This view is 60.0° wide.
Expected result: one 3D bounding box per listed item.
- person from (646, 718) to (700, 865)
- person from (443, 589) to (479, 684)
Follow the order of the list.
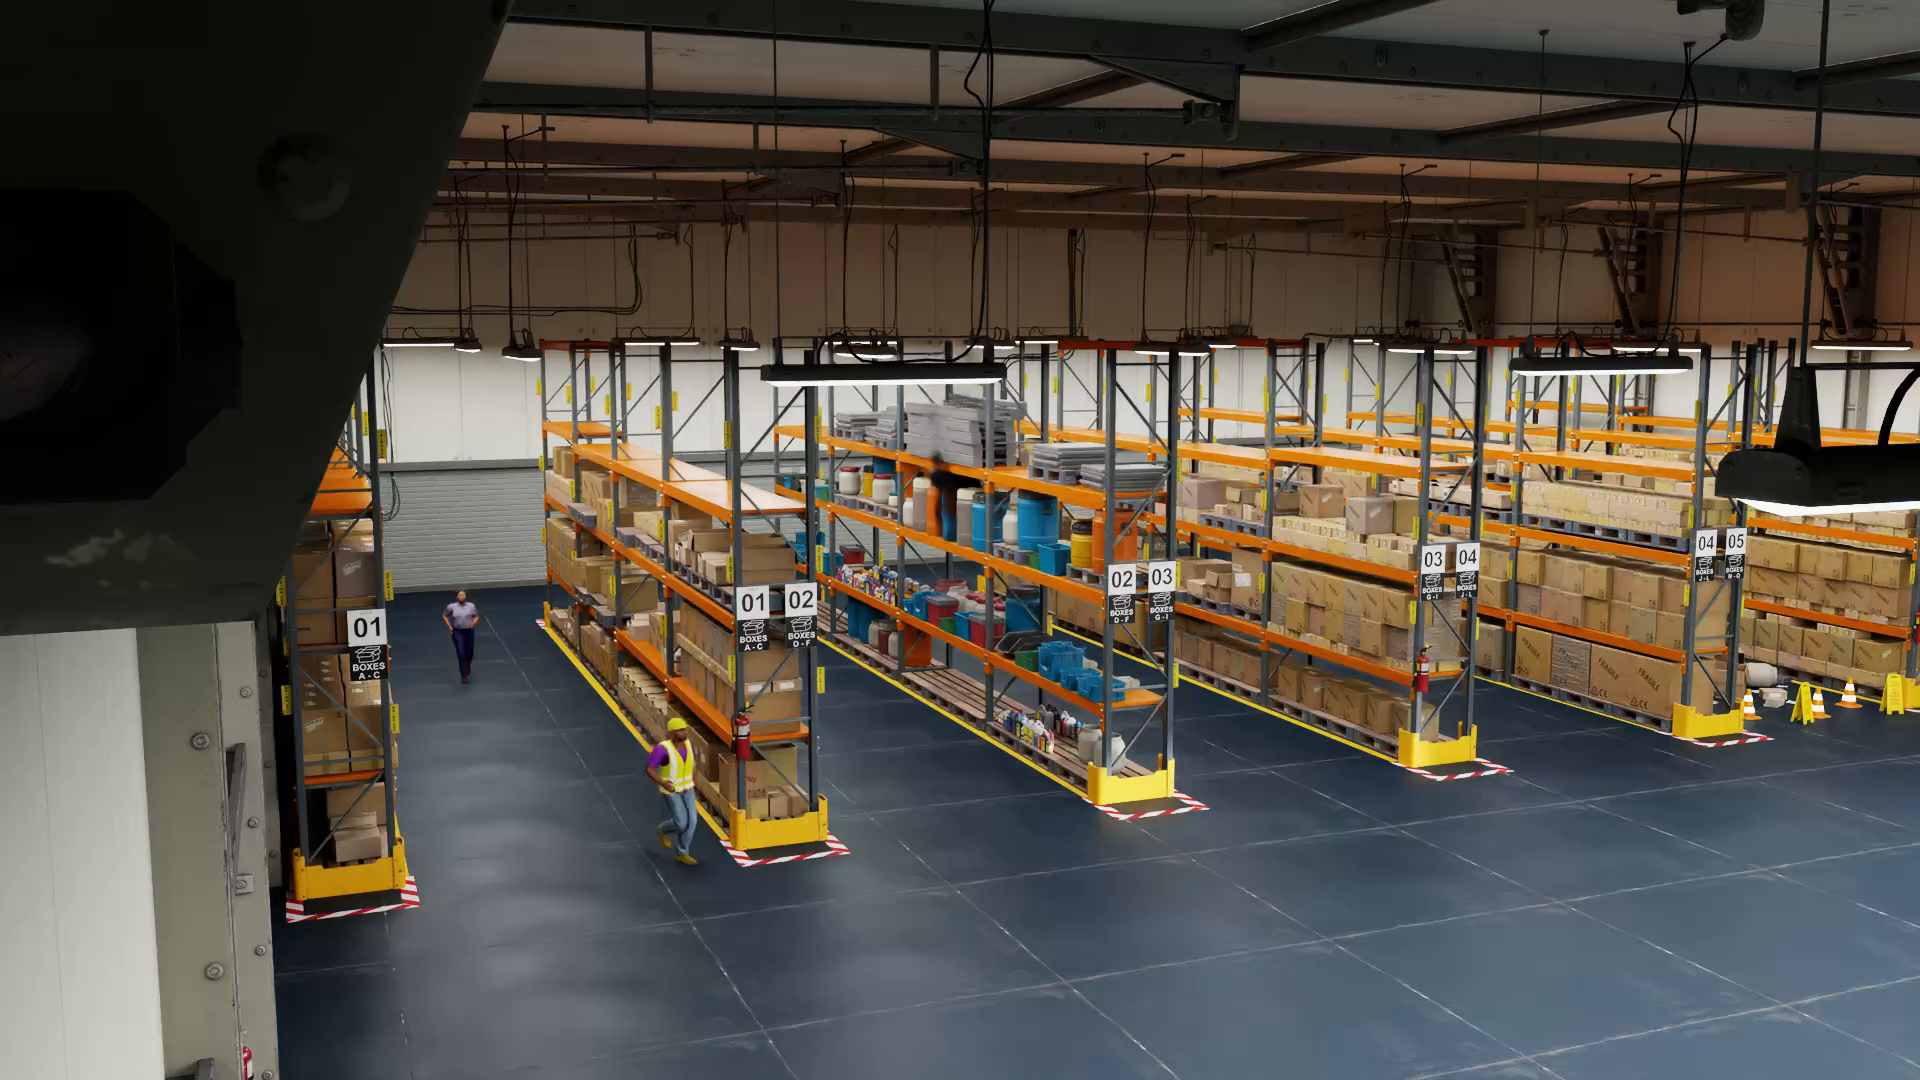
[{"bbox_3d":[-3.354,2.942,19.624,0.603,1.735,0.737,7,10,43],"label":"person"},{"bbox_3d":[-8.846,1.689,29.559,0.609,1.650,0.737,-4,8,-27],"label":"person"}]
